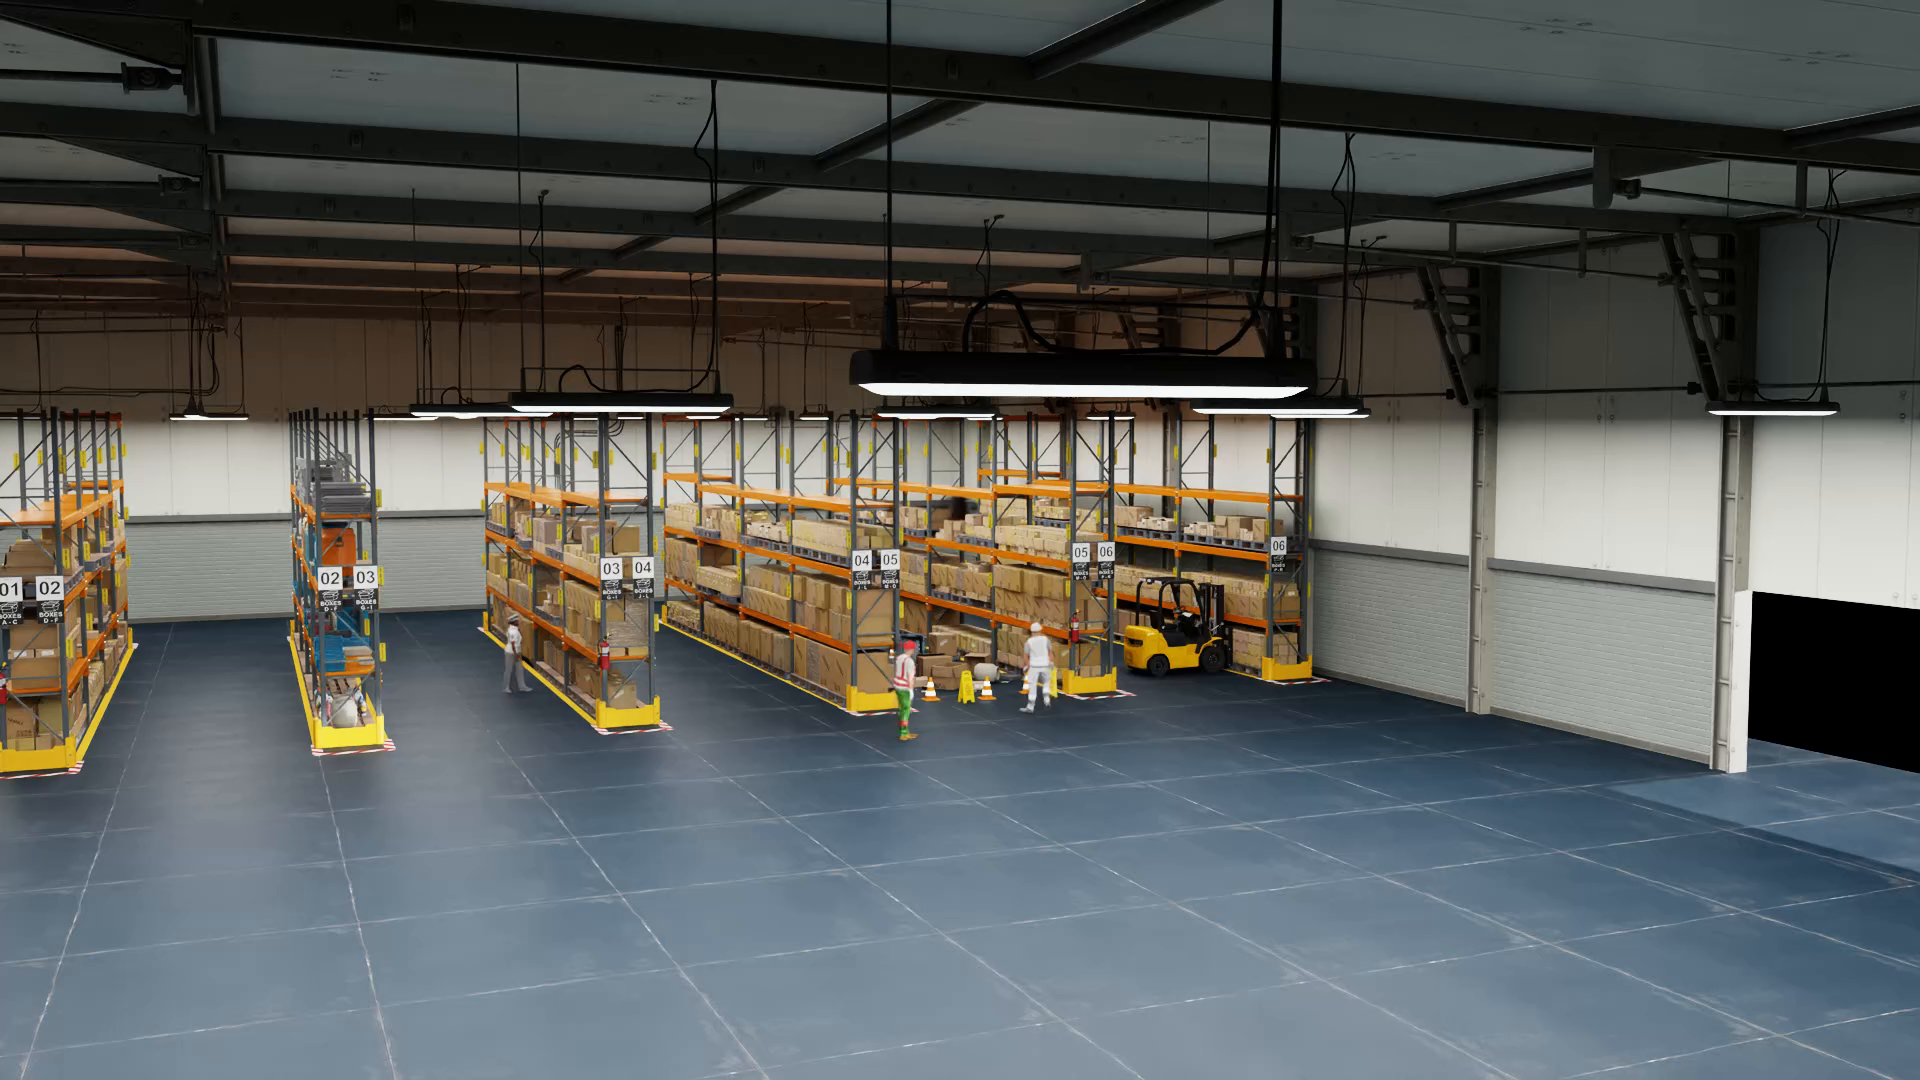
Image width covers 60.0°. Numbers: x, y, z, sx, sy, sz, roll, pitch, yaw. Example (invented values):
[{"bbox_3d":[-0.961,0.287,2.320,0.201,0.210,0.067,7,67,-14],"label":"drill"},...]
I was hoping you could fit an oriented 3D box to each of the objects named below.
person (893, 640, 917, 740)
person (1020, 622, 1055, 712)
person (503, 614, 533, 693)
[{"bbox_3d":[-0.972,2.719,30.170,0.424,1.800,0.557,-2,4,-23],"label":"person"},{"bbox_3d":[1.568,2.516,32.892,0.651,1.786,0.447,-1,4,-15],"label":"person"},{"bbox_3d":[-9.467,2.408,35.426,0.589,1.675,0.485,1,4,8],"label":"person"}]
